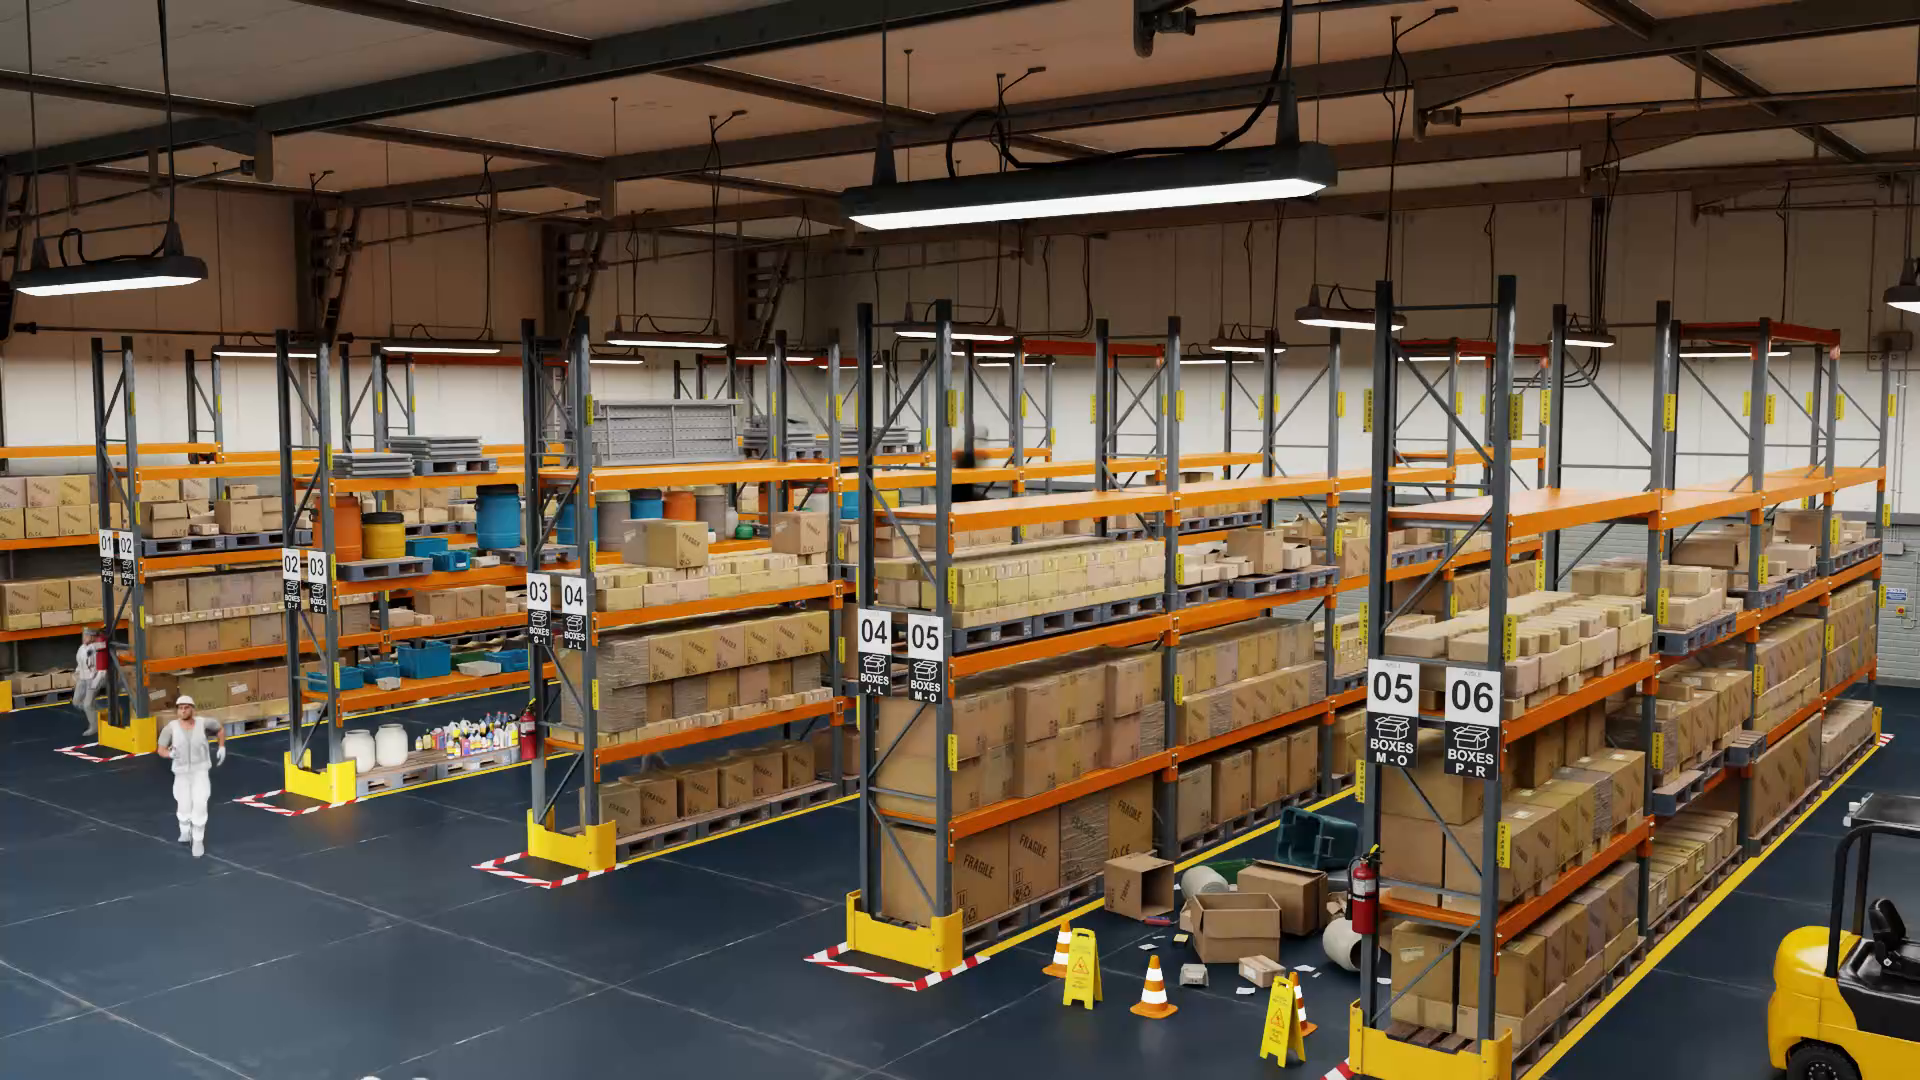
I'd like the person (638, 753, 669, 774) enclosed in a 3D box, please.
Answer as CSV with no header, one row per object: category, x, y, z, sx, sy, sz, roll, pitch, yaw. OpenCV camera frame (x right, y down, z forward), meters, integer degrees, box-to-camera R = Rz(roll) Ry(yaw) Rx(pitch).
person,-4.037,2.427,21.504,0.586,1.680,0.869,3,6,32

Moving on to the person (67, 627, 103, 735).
person,-13.330,2.145,25.334,0.645,1.663,0.481,2,6,26

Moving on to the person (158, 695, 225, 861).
person,-8.658,2.642,18.763,0.675,1.829,0.923,-2,5,-20
